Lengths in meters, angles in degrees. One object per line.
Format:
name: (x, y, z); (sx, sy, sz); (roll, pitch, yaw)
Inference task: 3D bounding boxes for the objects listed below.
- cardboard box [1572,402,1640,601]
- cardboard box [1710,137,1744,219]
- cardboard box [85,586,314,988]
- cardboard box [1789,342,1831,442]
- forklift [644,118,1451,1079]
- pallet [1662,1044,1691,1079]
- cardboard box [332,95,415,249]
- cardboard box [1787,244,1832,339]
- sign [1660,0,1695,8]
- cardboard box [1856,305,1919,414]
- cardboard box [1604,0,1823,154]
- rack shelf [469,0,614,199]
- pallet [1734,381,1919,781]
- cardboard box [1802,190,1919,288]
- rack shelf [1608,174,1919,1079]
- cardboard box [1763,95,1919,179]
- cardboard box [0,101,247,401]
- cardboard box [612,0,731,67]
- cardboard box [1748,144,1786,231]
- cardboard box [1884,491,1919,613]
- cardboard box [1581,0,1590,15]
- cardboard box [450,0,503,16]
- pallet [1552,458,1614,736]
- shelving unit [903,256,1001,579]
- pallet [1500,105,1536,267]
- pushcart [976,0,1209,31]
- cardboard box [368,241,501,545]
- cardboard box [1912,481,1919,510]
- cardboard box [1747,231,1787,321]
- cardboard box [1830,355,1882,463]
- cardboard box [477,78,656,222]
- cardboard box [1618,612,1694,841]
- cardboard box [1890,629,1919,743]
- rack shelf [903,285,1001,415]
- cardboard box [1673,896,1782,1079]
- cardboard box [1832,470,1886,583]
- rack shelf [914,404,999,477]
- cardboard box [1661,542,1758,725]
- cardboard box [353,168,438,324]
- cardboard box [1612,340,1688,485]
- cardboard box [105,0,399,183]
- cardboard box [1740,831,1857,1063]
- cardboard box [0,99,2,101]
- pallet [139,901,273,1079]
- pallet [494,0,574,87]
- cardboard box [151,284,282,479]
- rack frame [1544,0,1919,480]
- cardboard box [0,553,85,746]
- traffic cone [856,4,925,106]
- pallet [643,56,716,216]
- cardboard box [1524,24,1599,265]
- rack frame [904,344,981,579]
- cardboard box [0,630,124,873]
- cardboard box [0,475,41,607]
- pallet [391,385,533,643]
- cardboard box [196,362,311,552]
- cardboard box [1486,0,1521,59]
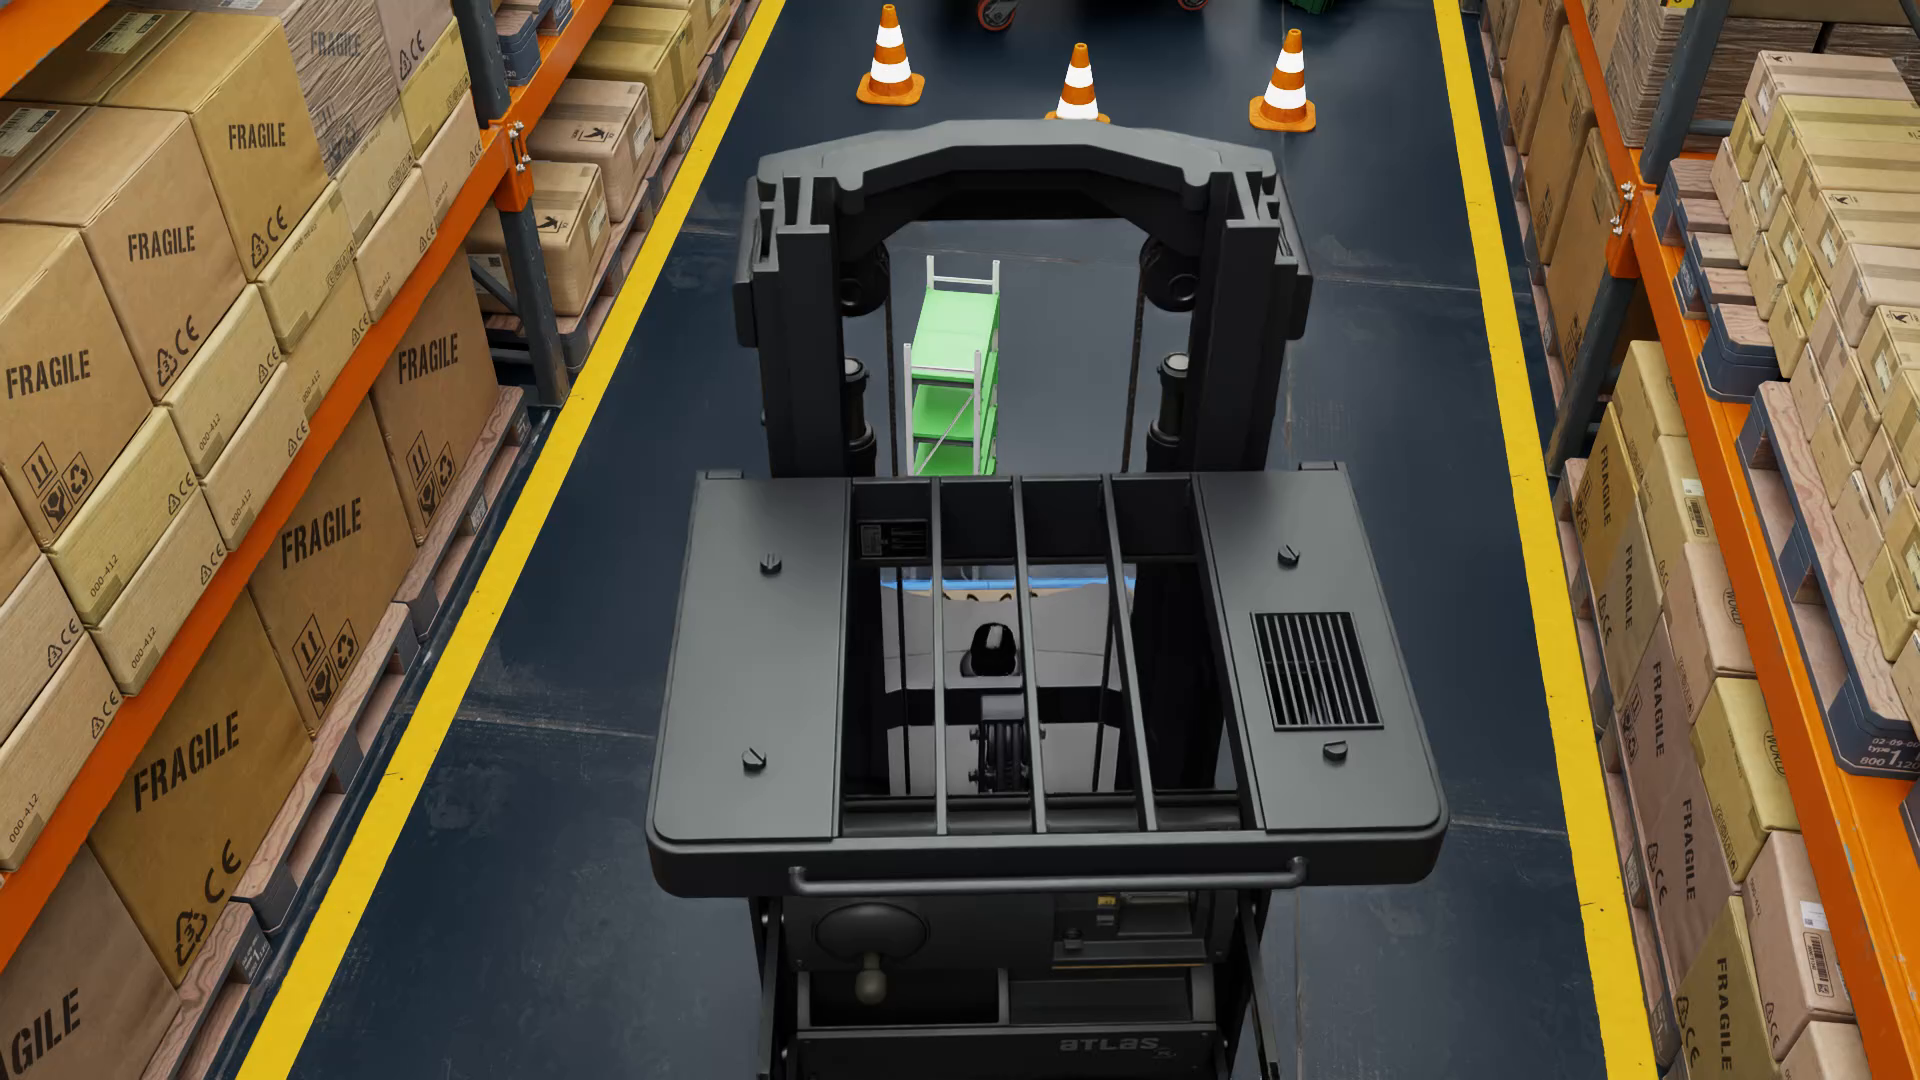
cardboard box: (2.457, -0.113, 5.700); (0.500, 0.500, 0.500); (4, 44, 4)
cardboard box: (2.544, -1.102, 5.109); (0.380, 0.149, 0.250); (5, 44, 5)
cardboard box: (-2.531, 0.591, 4.684); (0.875, 0.875, 0.875); (6, 44, 7)
cardboard box: (2.406, -0.369, 4.335); (0.380, 0.149, 0.250); (7, 44, 7)
forklift: (0.110, 0.831, 3.240); (1.130, 2.935, 3.031); (-1, 43, -1)
pallet: (2.376, 1.881, 4.110); (1.003, 0.211, 1.213); (5, 44, 6)
cardboard box: (-1.993, -1.132, 5.009); (0.500, 0.250, 0.500); (4, 44, 4)
cardboard box: (2.442, -0.646, 4.411); (0.380, 0.149, 0.250); (5, 44, 6)
sign: (2.253, -1.796, 5.123); (0.100, 0.325, 0.005); (5, 44, 6)
cardboard box: (2.378, -0.411, 3.947); (0.380, 0.149, 0.250); (6, 44, 7)
cardboard box: (2.597, -1.695, 5.785); (0.500, 0.500, 0.500); (5, 44, 6)
rack shelf: (-1.852, -2.810, 7.559); (1.077, 0.370, 4.000); (5, 44, 6)
pallet: (2.582, 0.096, 4.107); (1.003, 0.211, 1.213); (5, 44, 6)
cardboard box: (2.445, -0.776, 4.333); (0.380, 0.149, 0.250); (4, 44, 4)
rack shelf: (2.539, 0.297, 4.278); (1.077, 0.370, 4.000); (5, 44, 6)
cardboard box: (2.517, -1.123, 4.699); (0.380, 0.149, 0.250); (4, 44, 4)
cardboard box: (-2.132, -0.699, 4.006); (0.500, 0.500, 0.500); (5, 44, 5)
cardboard box: (-1.746, -2.784, 8.615); (0.950, 0.372, 0.625); (8, 44, 8)
cardboard box: (2.507, -1.000, 4.785); (0.380, 0.149, 0.250); (7, 44, 8)
cardboard box: (2.302, 0.042, 3.685); (0.380, 0.149, 0.250); (5, 44, 6)
cardboard box: (2.730, -2.375, 6.504); (0.500, 0.500, 0.500); (5, 44, 5)
cardboard box: (-1.889, -1.974, 6.030); (0.380, 0.149, 0.250); (3, 44, 3)
pallet: (2.699, 0.218, 5.866); (1.003, 0.211, 1.213); (5, 44, 6)
shelving unit: (-0.022, -0.323, 5.718); (0.258, 1.200, 0.503); (5, 44, 6)
pallet: (3.146, -1.674, 7.864); (1.003, 0.211, 1.213); (5, 44, 6)
pushcart: (0.679, -3.309, 9.470); (1.648, 0.377, 0.936); (-9, 44, -9)
cardboard box: (-2.290, -0.626, 5.969); (0.875, 0.875, 0.875); (5, 44, 5)
cardboard box: (2.307, -0.058, 3.574); (0.380, 0.149, 0.250); (3, 44, 4)
cardboard box: (2.473, -0.735, 4.722); (0.380, 0.149, 0.250); (7, 44, 8)
cardboard box: (2.372, -0.307, 4.054); (0.380, 0.149, 0.250); (5, 44, 5)
cardboard box: (-1.942, -1.794, 7.569); (0.950, 0.372, 0.625); (4, 44, 5)
cardboard box: (2.331, 0.580, 4.968); (0.500, 0.500, 0.500); (4, 44, 4)
cardboard box: (2.264, 0.342, 3.585); (0.380, 0.149, 0.250); (4, 44, 4)
rack shelf: (-0.022, -0.625, 5.432); (0.258, 0.148, 0.480); (5, 44, 6)
cardboard box: (2.191, 1.277, 4.232); (0.500, 0.500, 0.500); (4, 44, 5)
cardboard box: (2.335, -0.021, 3.967); (0.380, 0.149, 0.250); (4, 44, 4)
rack shelf: (-0.022, -0.276, 5.762); (0.258, 0.148, 0.480); (5, 44, 6)
cardboard box: (2.327, 0.286, 4.734); (0.500, 0.250, 0.500); (6, 44, 6)
cardboard box: (-1.978, -0.936, 5.166); (0.500, 0.250, 0.500); (6, 44, 6)
cardboard box: (2.472, -0.396, 5.454); (0.500, 0.250, 0.500); (3, 44, 4)
cardboard box: (-1.985, -1.381, 4.727); (0.500, 0.500, 0.500); (6, 44, 6)
cardboard box: (2.204, 1.002, 3.977); (0.500, 0.250, 0.500); (7, 44, 7)
cardboard box: (-2.564, -1.103, 4.434); (0.500, 0.500, 0.500); (6, 44, 7)
pallet: (-2.618, 1.498, 4.514); (1.003, 0.211, 1.213); (5, 44, 6)
pallet: (-2.128, -2.134, 6.461); (1.213, 0.211, 1.003); (5, 44, 6)
cardboard box: (-2.109, -0.427, 4.265); (0.500, 0.250, 0.500); (4, 44, 4)
rack frame: (2.803, -1.327, 5.470); (1.000, 3.000, 0.127); (5, 44, 6)
cardboard box: (-2.267, 0.259, 3.540); (0.500, 0.250, 0.500); (6, 44, 6)
traffic cone: (-0.364, -2.541, 8.597); (0.336, 0.463, 0.334); (5, 44, 6)
pallet: (-1.848, -2.057, 8.269); (1.003, 0.211, 1.213); (5, 44, 6)
cardboard box: (3.085, -1.665, 7.158); (1.050, 0.750, 0.750); (6, 44, 6)
rack frame: (-0.054, -0.157, 5.543); (0.240, 1.200, 0.015); (5, 44, 6)
cardboard box: (-2.259, 0.444, 3.709); (0.500, 0.250, 0.500); (4, 44, 4)
cardboard box: (-2.262, -0.004, 3.273); (0.500, 0.500, 0.500); (5, 44, 5)
pallet: (-2.295, -0.165, 6.271); (1.003, 0.211, 1.213); (5, 44, 6)
cardboard box: (-2.100, -0.244, 4.435); (0.500, 0.250, 0.500); (5, 44, 5)
cardboard box: (3.339, -2.957, 8.522); (1.050, 0.750, 0.750); (5, 44, 5)
